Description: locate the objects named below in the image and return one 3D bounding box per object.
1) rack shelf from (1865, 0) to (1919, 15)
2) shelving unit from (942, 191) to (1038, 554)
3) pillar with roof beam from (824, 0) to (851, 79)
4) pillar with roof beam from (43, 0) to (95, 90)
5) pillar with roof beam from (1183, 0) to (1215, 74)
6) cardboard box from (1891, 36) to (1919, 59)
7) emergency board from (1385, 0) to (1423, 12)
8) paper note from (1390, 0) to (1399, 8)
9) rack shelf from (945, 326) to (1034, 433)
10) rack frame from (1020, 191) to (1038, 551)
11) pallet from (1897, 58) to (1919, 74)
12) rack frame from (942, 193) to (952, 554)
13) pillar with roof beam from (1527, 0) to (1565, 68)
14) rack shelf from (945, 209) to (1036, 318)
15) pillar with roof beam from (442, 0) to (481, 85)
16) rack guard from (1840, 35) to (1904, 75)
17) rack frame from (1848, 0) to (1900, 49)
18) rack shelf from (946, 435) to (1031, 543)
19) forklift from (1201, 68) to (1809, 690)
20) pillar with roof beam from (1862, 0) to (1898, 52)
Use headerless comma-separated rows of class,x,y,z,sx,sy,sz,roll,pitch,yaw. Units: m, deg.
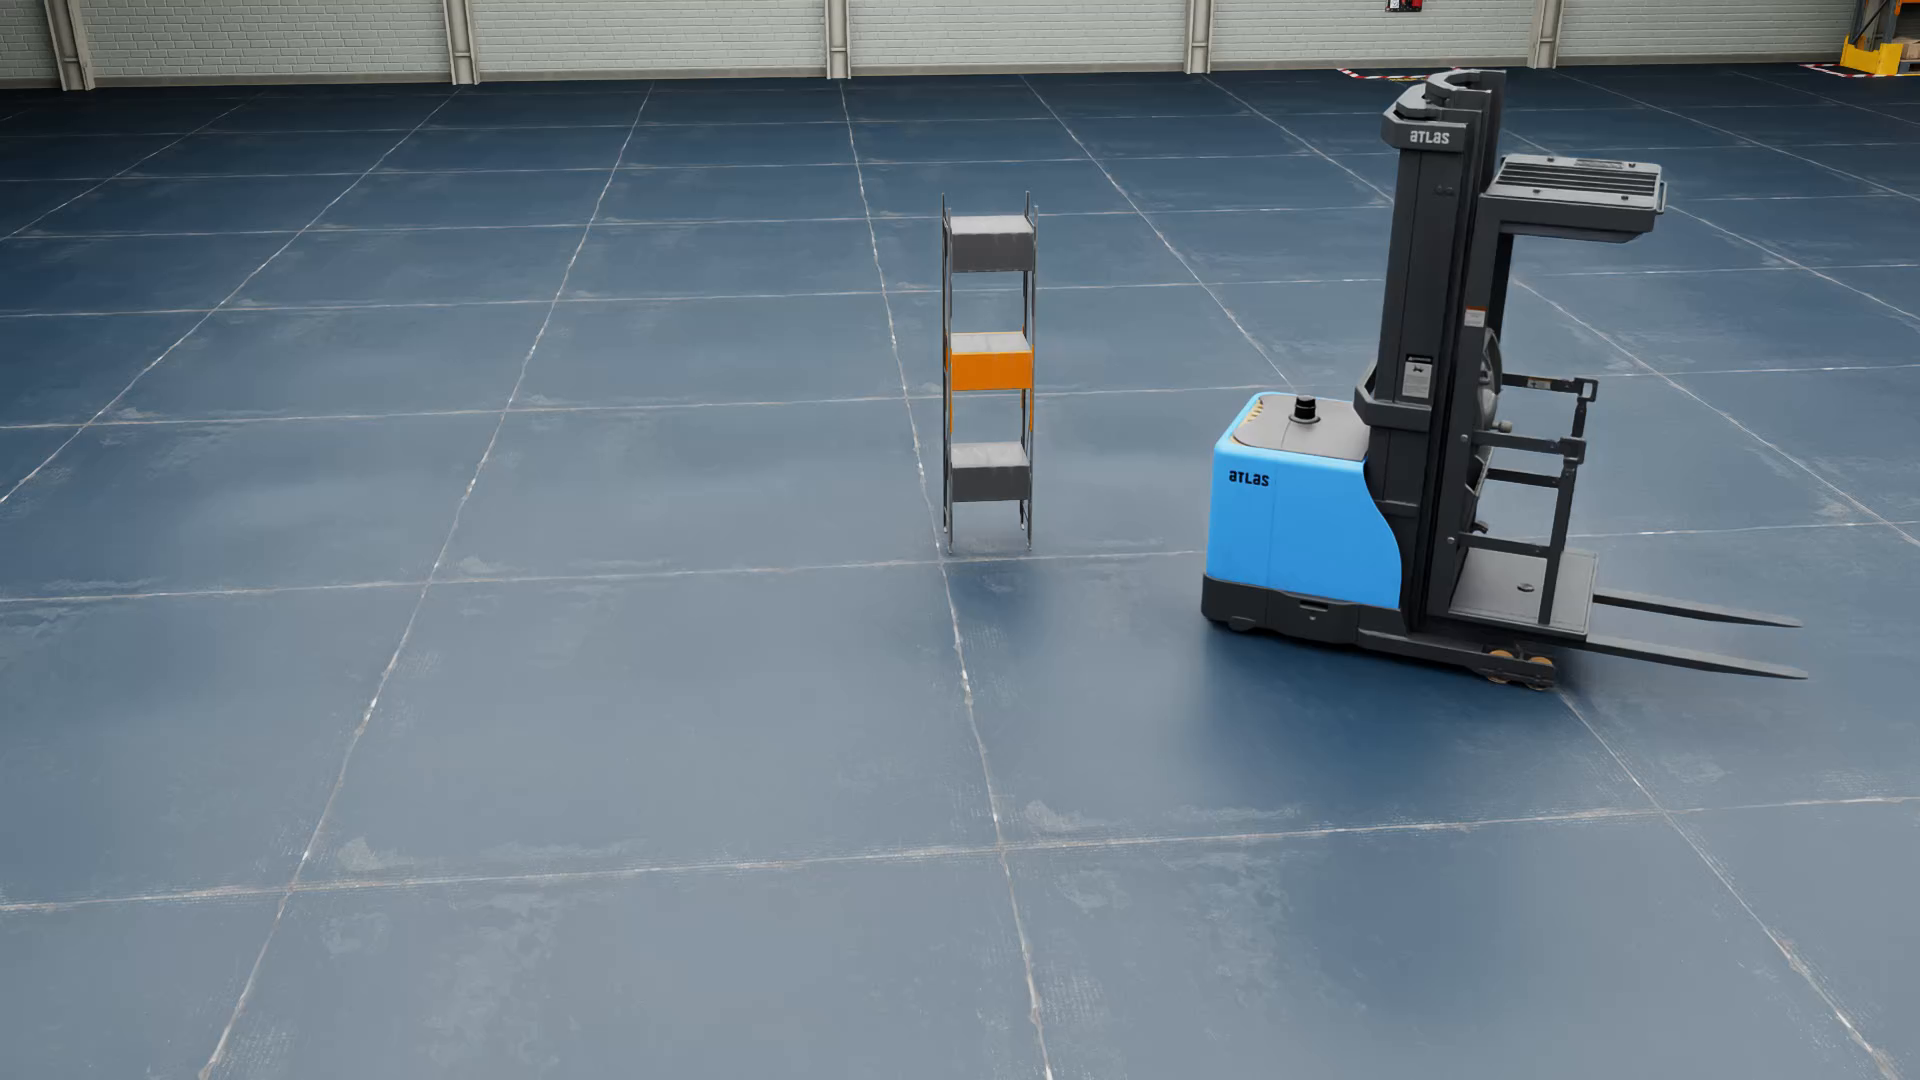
rack shelf,17.294,-9.085,27.883,4.000,0.370,1.077,-2,24,-5
shelving unit,0.165,-0.966,9.838,0.503,2.100,0.431,-2,24,-5
pillar with roof beam,-1.574,-9.995,21.657,0.400,9.000,9.100,-2,24,-5
pillar with roof beam,-13.516,-9.516,20.579,0.400,9.000,9.100,-2,24,-5
pillar with roof beam,4.397,-10.234,22.196,0.400,9.000,9.100,-2,24,-5
cardboard box,16.001,-8.298,27.995,0.500,0.311,0.500,-5,24,-11
emergency board,7.481,-9.389,27.681,0.643,1.169,0.194,-2,24,-5
paper note,7.298,-9.007,27.907,0.142,0.148,0.016,-2,24,-5
rack shelf,0.165,-0.954,9.844,0.480,0.518,0.431,-2,24,-5
rack frame,0.408,-0.976,9.860,0.015,2.100,0.400,-2,24,-5
pallet,16.191,-8.081,28.171,1.213,0.211,1.003,-2,24,-5
rack frame,-0.078,-0.956,9.816,0.015,2.100,0.400,-2,24,-5
pillar with roof beam,10.368,-10.474,22.735,0.400,9.000,9.100,-2,24,-5
rack shelf,0.165,-1.593,9.560,0.480,0.518,0.431,-2,24,-5
pillar with roof beam,-7.545,-9.755,21.118,0.400,9.000,9.100,-2,24,-5
rack guard,15.379,-8.195,28.072,0.348,0.500,1.175,-2,24,-5
rack frame,15.304,-9.334,27.557,0.127,3.000,1.000,-2,24,-5
rack shelf,0.165,-0.314,10.128,0.480,0.518,0.431,-2,24,-5
forklift,2.898,-0.815,8.476,3.031,2.935,1.130,10,26,20
pillar with roof beam,16.338,-10.713,23.274,0.400,9.000,9.100,-2,24,-5
